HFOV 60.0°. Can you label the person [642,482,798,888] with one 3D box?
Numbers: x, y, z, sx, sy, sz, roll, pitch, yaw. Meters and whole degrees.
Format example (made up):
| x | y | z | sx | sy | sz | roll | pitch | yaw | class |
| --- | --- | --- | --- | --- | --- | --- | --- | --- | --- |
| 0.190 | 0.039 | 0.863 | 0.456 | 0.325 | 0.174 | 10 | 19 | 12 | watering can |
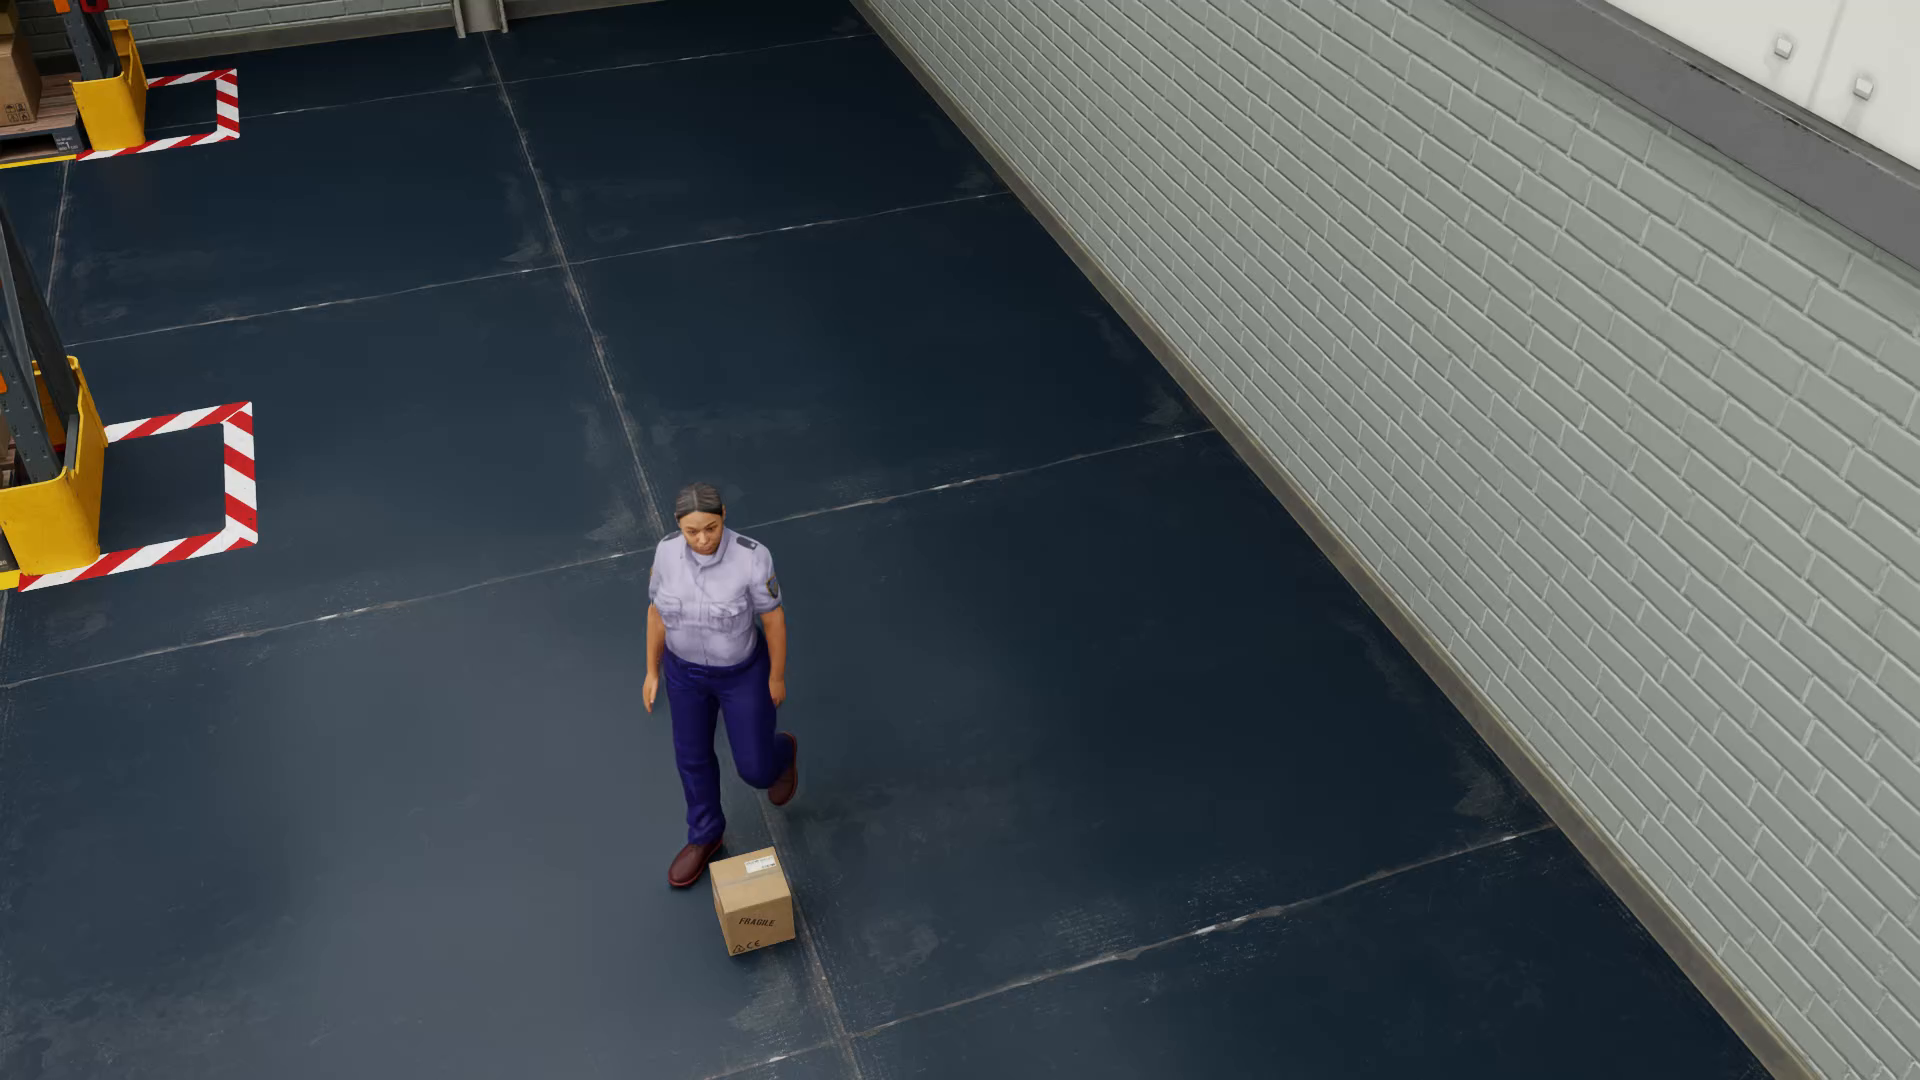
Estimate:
| x | y | z | sx | sy | sz | roll | pitch | yaw | class |
| --- | --- | --- | --- | --- | --- | --- | --- | --- | --- |
| -0.910 | 0.517 | 6.129 | 0.521 | 1.628 | 0.672 | 9 | 39 | 11 | person |
